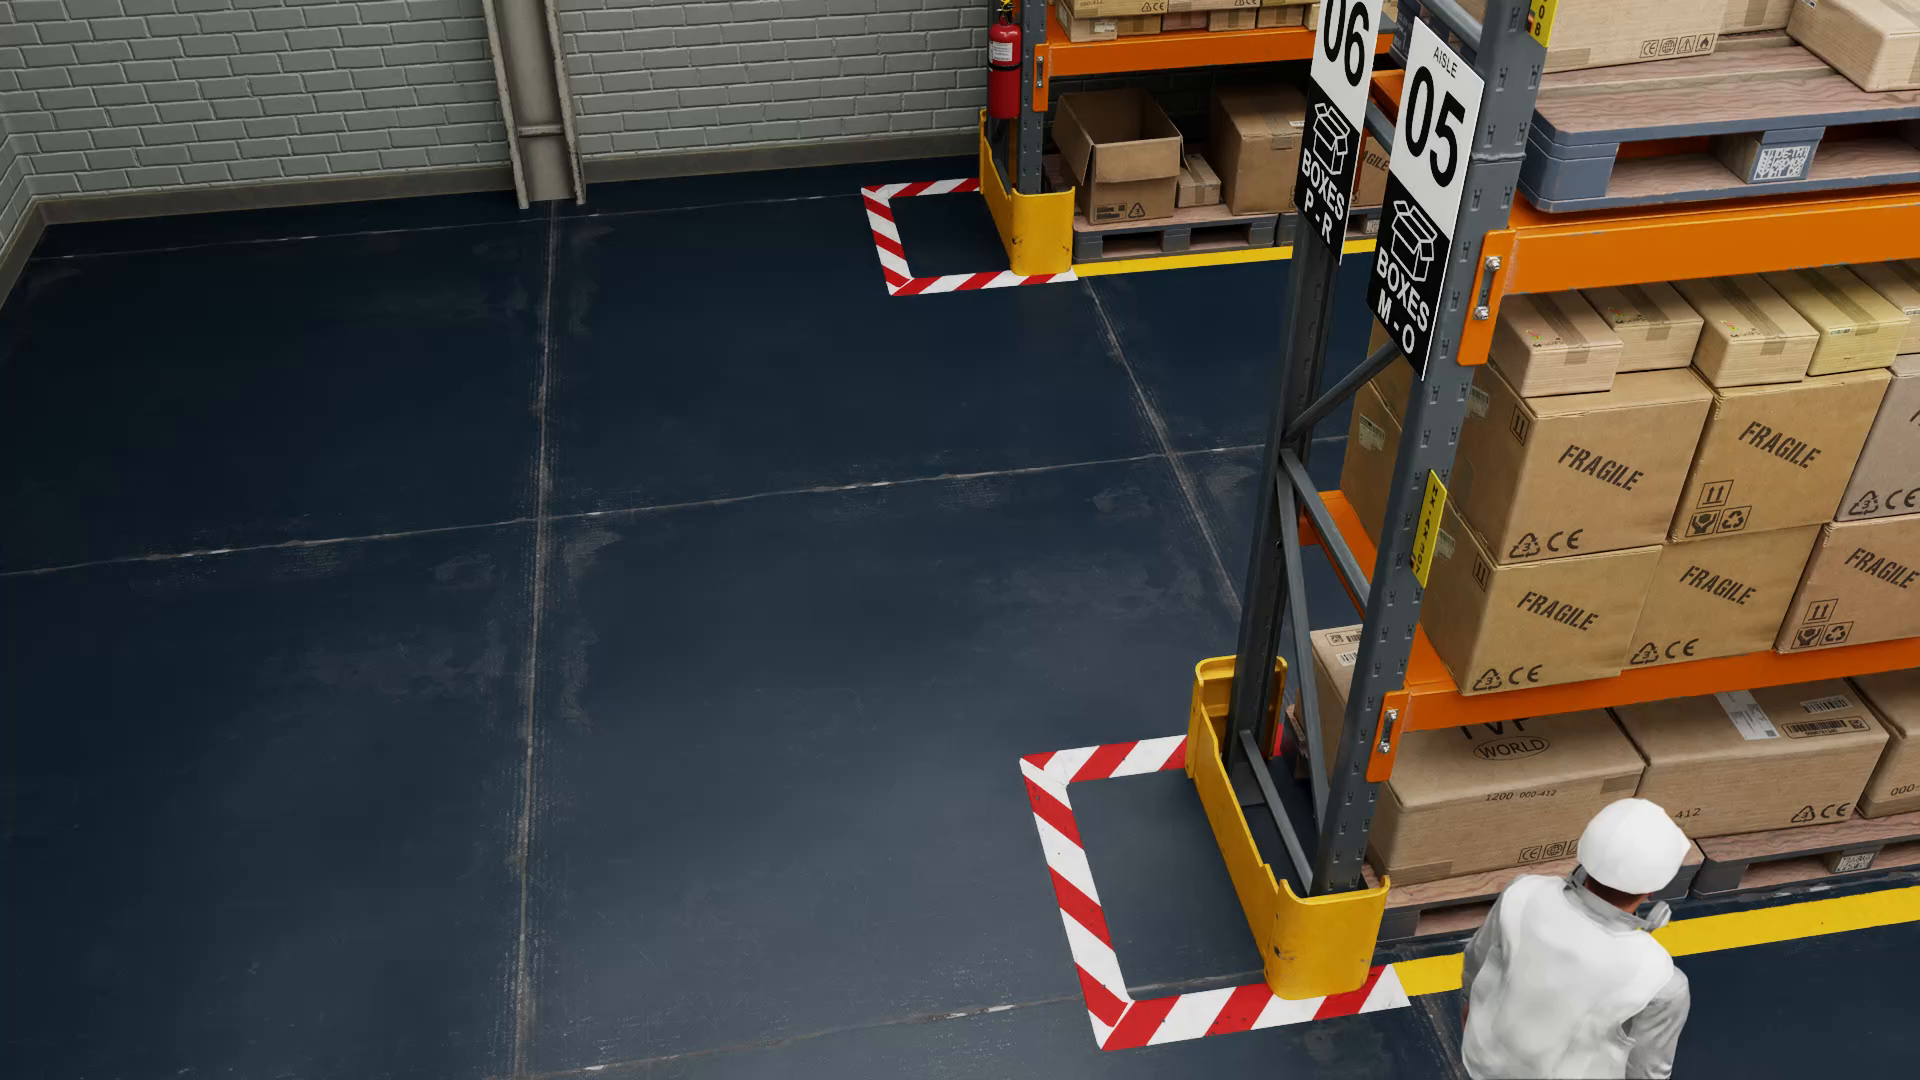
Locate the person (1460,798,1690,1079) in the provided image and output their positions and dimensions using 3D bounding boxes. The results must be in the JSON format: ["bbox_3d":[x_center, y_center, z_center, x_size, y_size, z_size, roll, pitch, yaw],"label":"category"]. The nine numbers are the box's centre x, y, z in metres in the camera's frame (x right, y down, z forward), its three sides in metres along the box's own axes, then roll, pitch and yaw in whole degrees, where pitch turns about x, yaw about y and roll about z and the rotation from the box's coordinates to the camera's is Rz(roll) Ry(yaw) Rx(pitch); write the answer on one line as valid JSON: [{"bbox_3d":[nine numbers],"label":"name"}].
[{"bbox_3d":[1.573,1.372,4.404,0.463,1.767,0.584,-27,46,-30],"label":"person"}]
